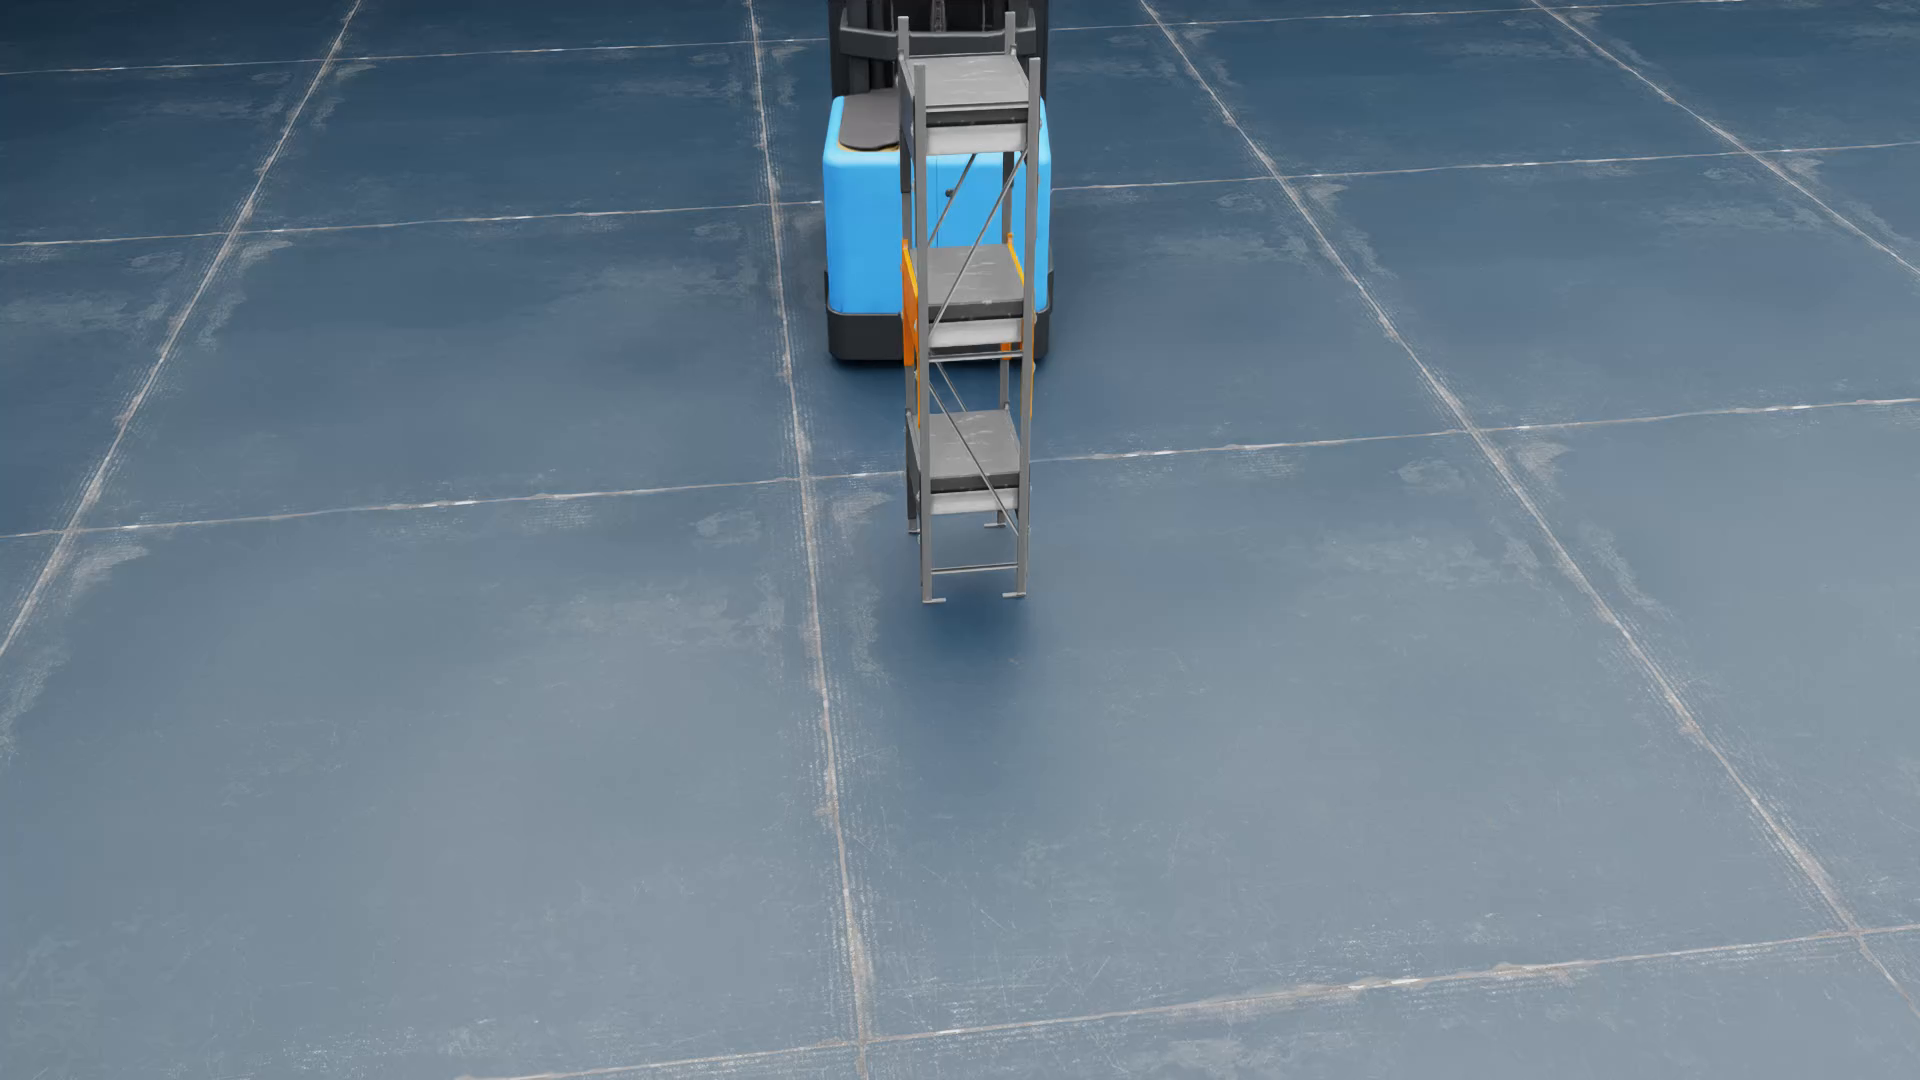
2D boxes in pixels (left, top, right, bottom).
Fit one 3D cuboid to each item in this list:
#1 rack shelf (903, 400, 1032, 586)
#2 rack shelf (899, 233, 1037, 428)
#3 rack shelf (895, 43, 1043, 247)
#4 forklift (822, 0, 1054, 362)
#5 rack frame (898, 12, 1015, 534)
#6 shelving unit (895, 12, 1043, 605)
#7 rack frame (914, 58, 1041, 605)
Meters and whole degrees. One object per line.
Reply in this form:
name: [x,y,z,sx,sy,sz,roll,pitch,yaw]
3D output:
rack shelf: [0.022,-0.186,6.425,0.431,0.518,0.480,-4,35,-6]
rack shelf: [0.022,-0.764,6.031,0.431,0.518,0.480,-4,35,-6]
rack shelf: [0.022,-1.342,5.637,0.431,0.518,0.480,-4,35,-6]
forklift: [-0.106,-2.846,8.324,1.130,2.935,3.031,0,34,0]
rack frame: [-0.011,-0.911,6.223,0.400,2.100,0.015,-4,35,-6]
shelving unit: [0.022,-0.775,6.023,0.431,2.100,0.503,-4,35,-6]
rack frame: [0.055,-0.639,5.823,0.400,2.100,0.015,-4,35,-6]
